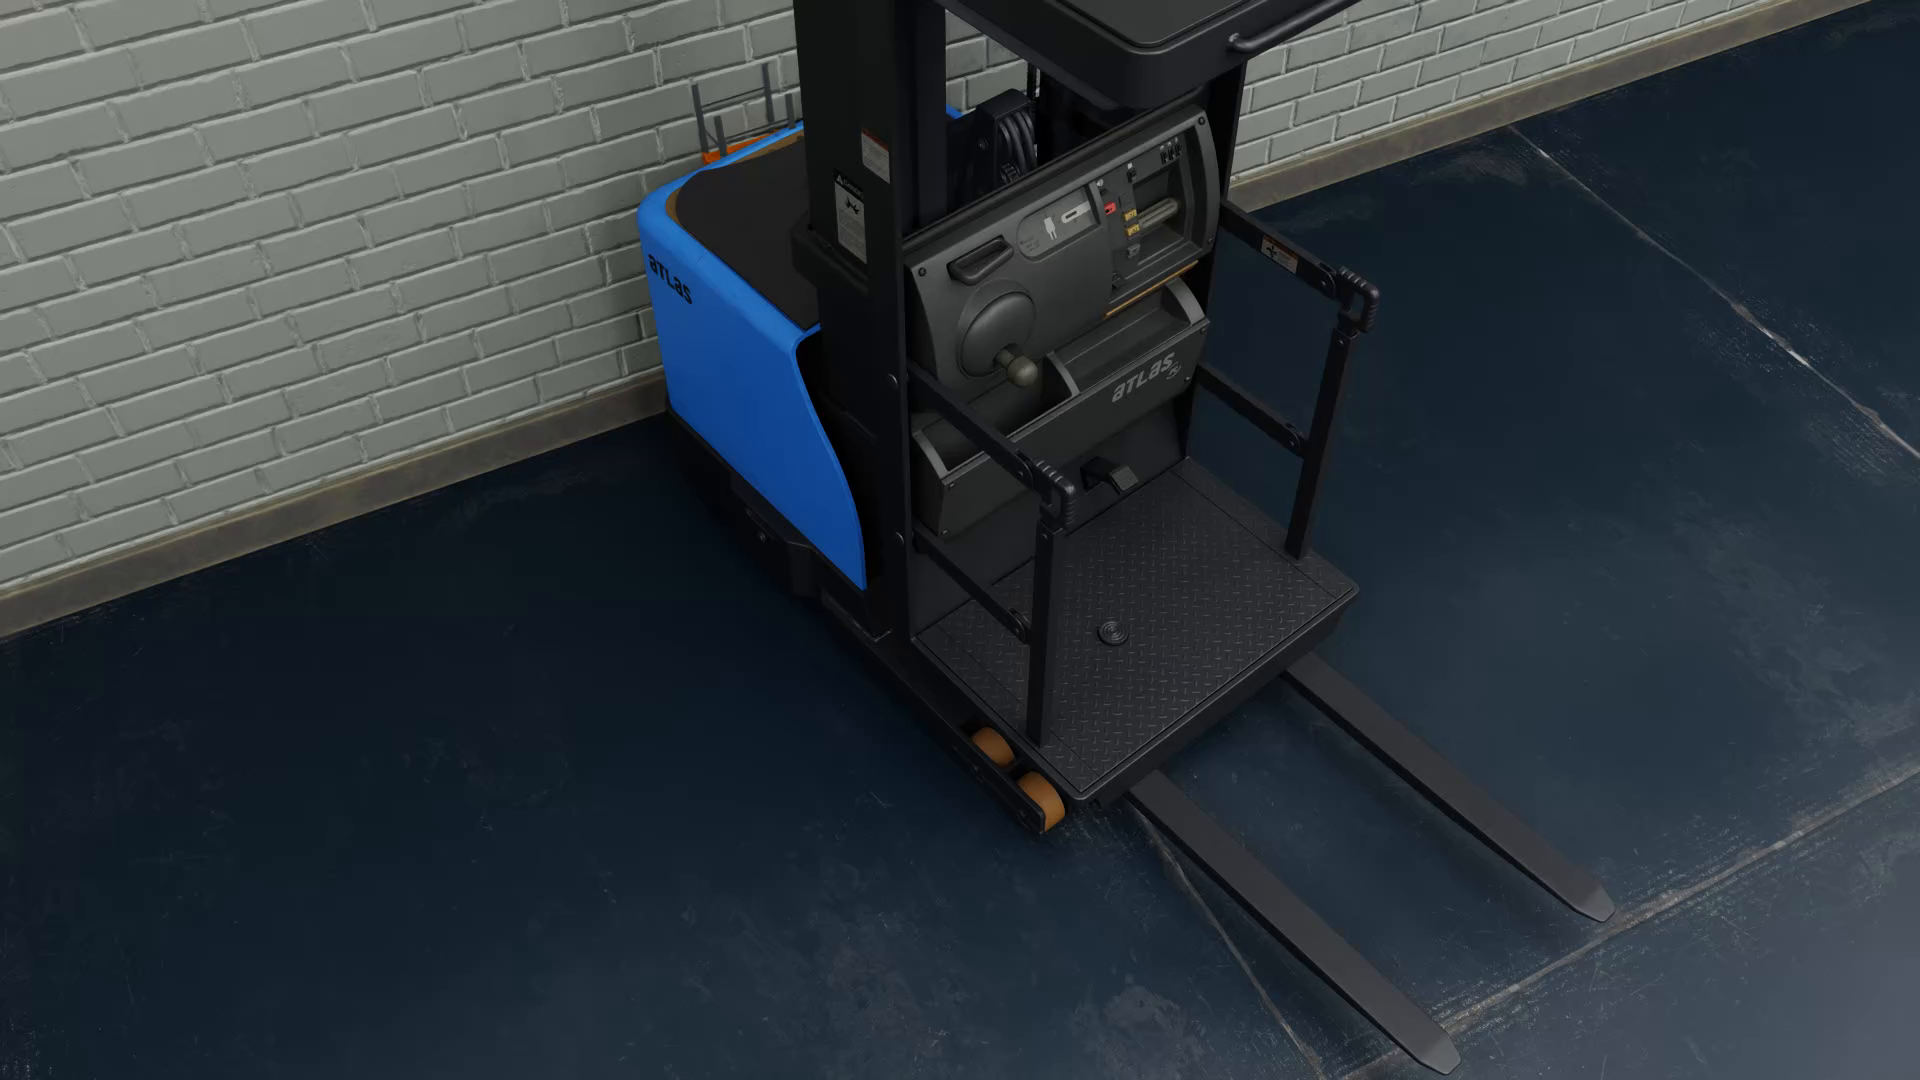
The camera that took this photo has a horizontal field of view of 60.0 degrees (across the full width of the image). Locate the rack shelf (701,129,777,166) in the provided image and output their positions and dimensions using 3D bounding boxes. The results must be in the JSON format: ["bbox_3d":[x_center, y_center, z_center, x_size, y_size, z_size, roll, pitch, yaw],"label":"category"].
[{"bbox_3d":[-0.626,-1.118,5.027,0.258,0.103,0.180,-22,52,-16],"label":"rack shelf"}]

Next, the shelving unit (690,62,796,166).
[{"bbox_3d":[-0.617,-0.910,5.265,0.258,1.200,0.189,-22,52,-16],"label":"shelving unit"}]

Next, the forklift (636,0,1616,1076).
[{"bbox_3d":[0.407,-0.604,3.831,1.130,2.935,3.031,-33,56,-25],"label":"forklift"}]

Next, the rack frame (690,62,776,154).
[{"bbox_3d":[-0.659,-0.971,5.319,0.240,1.200,0.006,-22,52,-16],"label":"rack frame"}]

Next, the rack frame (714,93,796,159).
[{"bbox_3d":[-0.575,-0.850,5.210,0.240,1.200,0.006,-22,52,-16],"label":"rack frame"}]
